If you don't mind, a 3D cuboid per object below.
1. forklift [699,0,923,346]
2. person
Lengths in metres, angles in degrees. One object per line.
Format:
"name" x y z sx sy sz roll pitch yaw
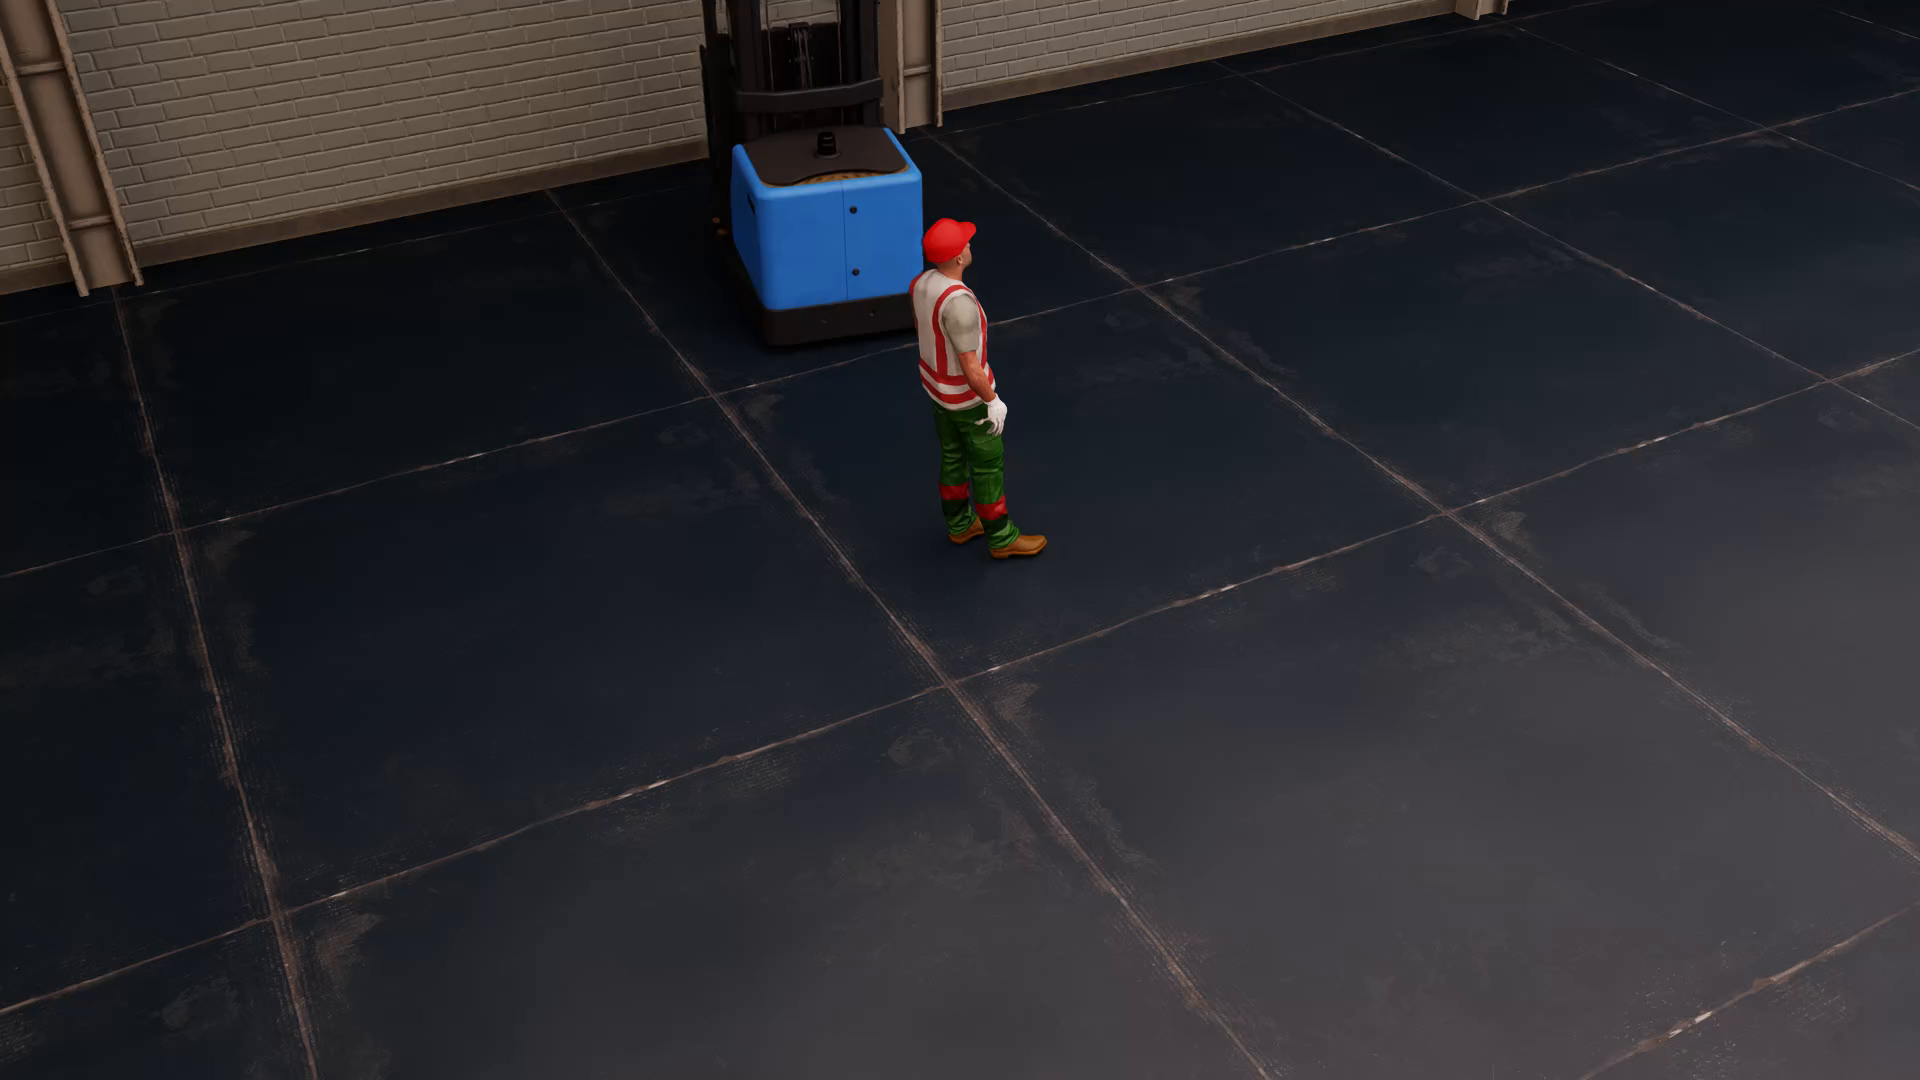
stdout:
"forklift" -1.129 -3.240 10.706 1.130 2.935 3.031 -10 36 -14
"person" 0.076 -0.753 8.165 0.562 1.789 0.638 -17 39 -23
